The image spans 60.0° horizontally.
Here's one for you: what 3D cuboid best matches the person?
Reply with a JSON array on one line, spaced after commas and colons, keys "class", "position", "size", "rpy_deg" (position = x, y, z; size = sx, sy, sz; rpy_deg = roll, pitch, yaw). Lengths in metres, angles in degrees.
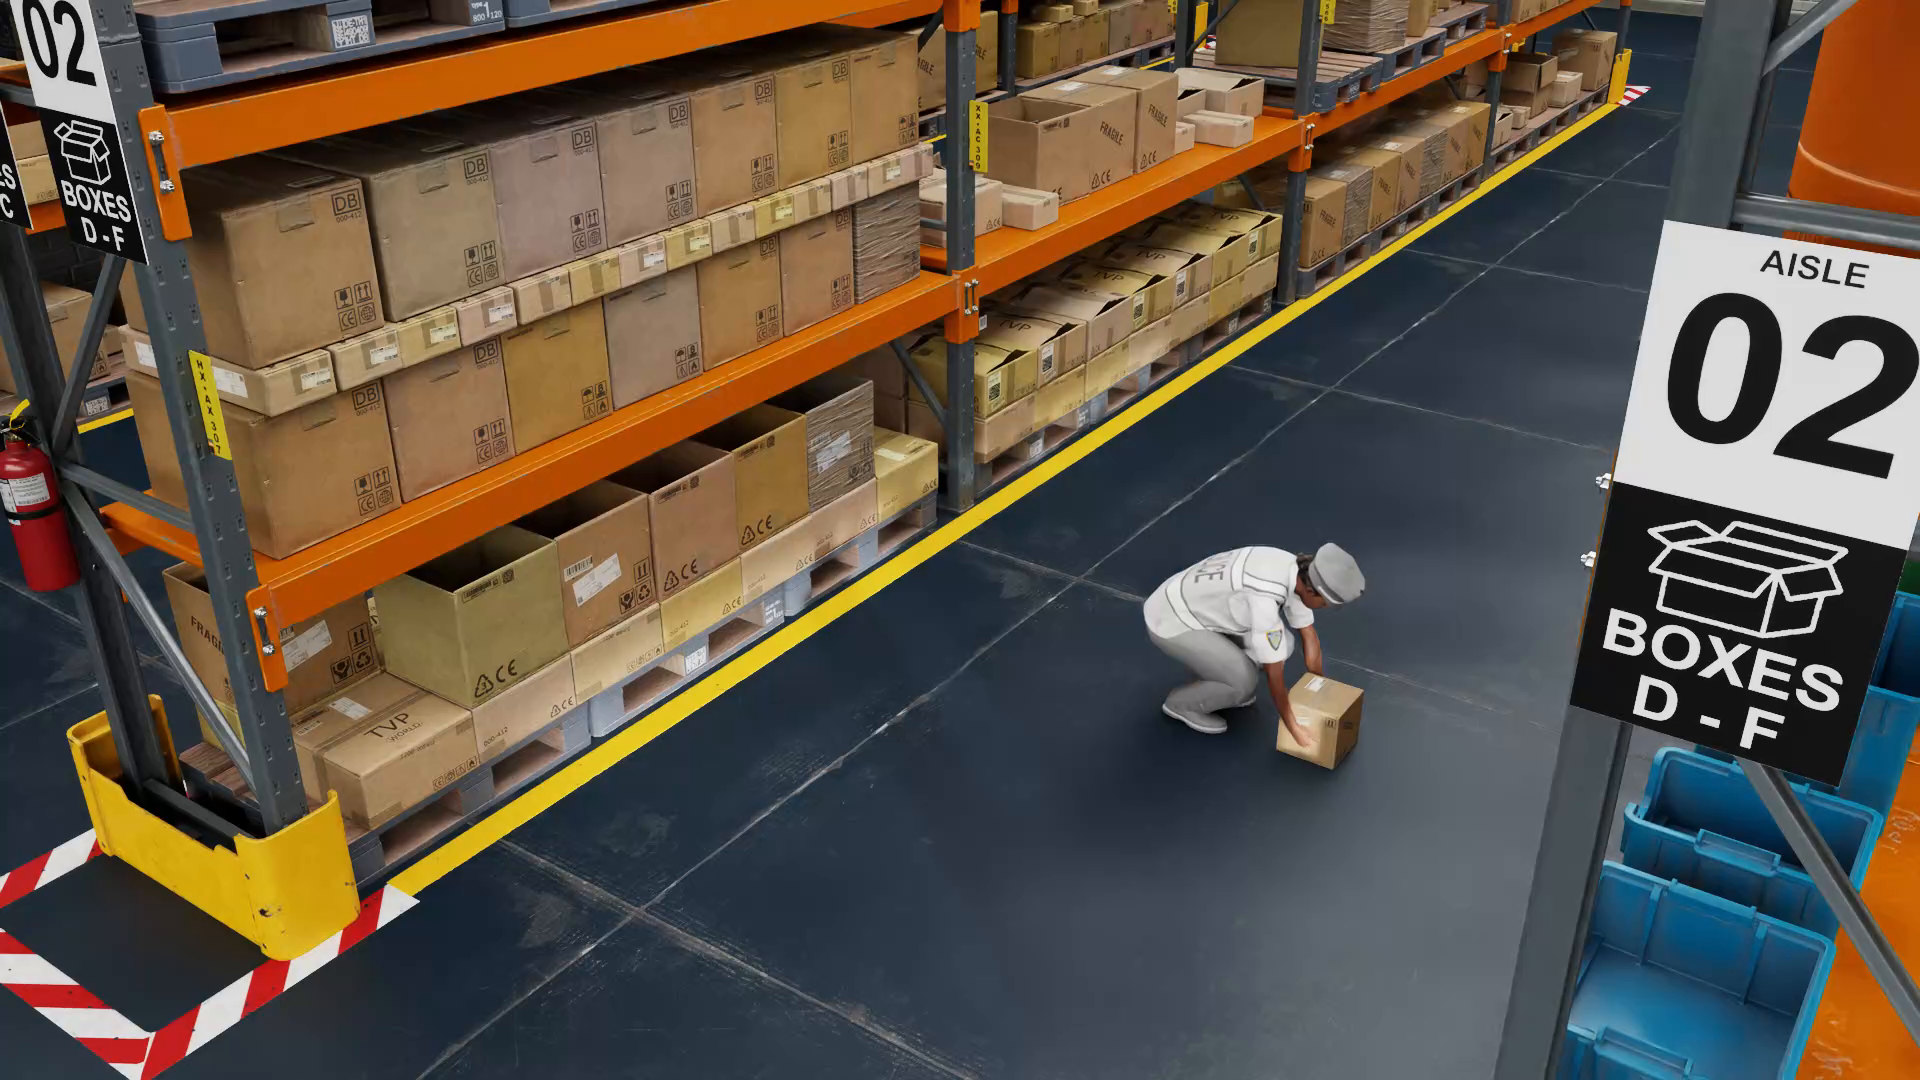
[{"class": "person", "position": [1.181, 0.370, 6.785], "size": [0.868, 0.863, 0.479], "rpy_deg": [17, 32, 30]}]
